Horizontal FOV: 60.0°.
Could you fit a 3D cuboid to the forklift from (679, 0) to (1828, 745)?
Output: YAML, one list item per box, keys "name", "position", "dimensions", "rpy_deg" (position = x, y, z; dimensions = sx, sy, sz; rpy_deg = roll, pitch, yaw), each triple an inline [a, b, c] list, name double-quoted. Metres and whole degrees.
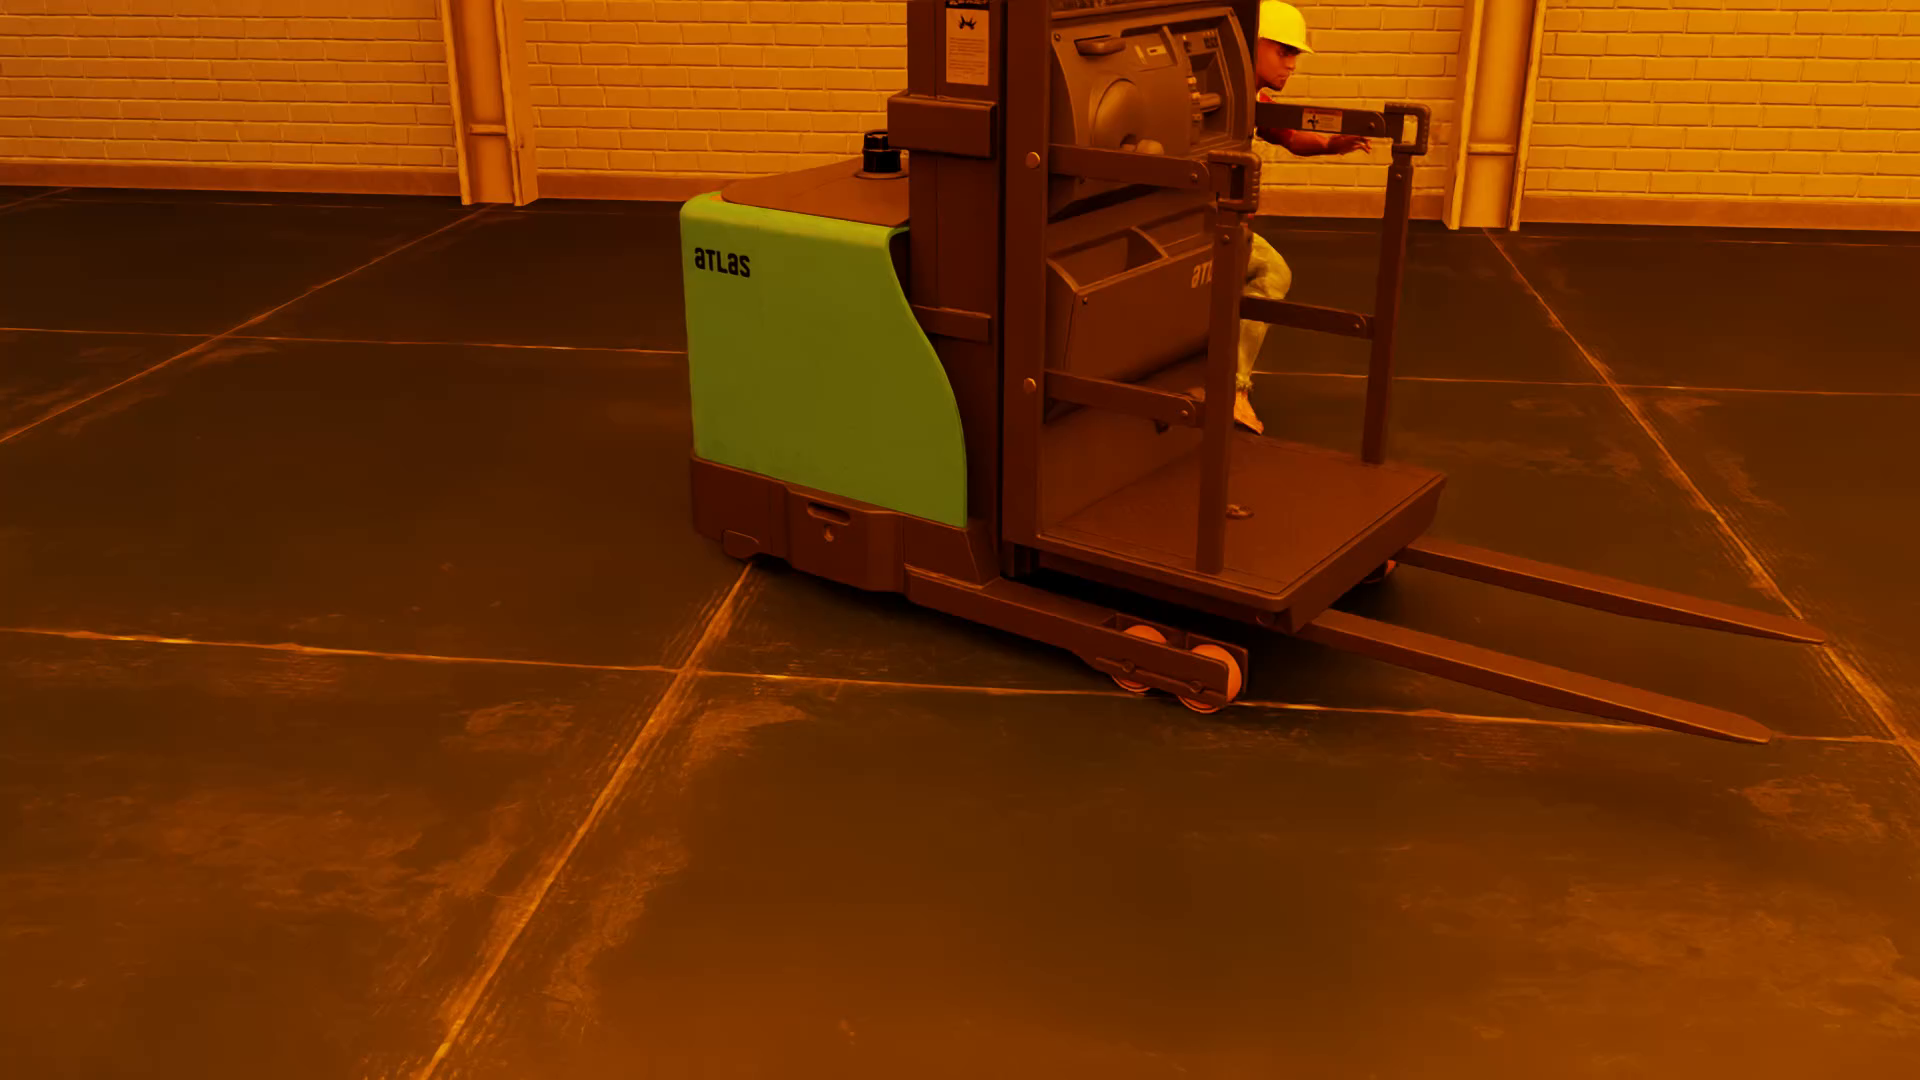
- name: "forklift"
  position: [0.677, -1.156, 4.125]
  dimensions: [3.031, 2.935, 1.130]
  rpy_deg: [15, 26, 33]

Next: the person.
- name: "person"
  position: [0.990, -1.100, 5.880]
  dimensions: [0.901, 1.512, 1.030]
  rpy_deg: [3, 22, 7]
